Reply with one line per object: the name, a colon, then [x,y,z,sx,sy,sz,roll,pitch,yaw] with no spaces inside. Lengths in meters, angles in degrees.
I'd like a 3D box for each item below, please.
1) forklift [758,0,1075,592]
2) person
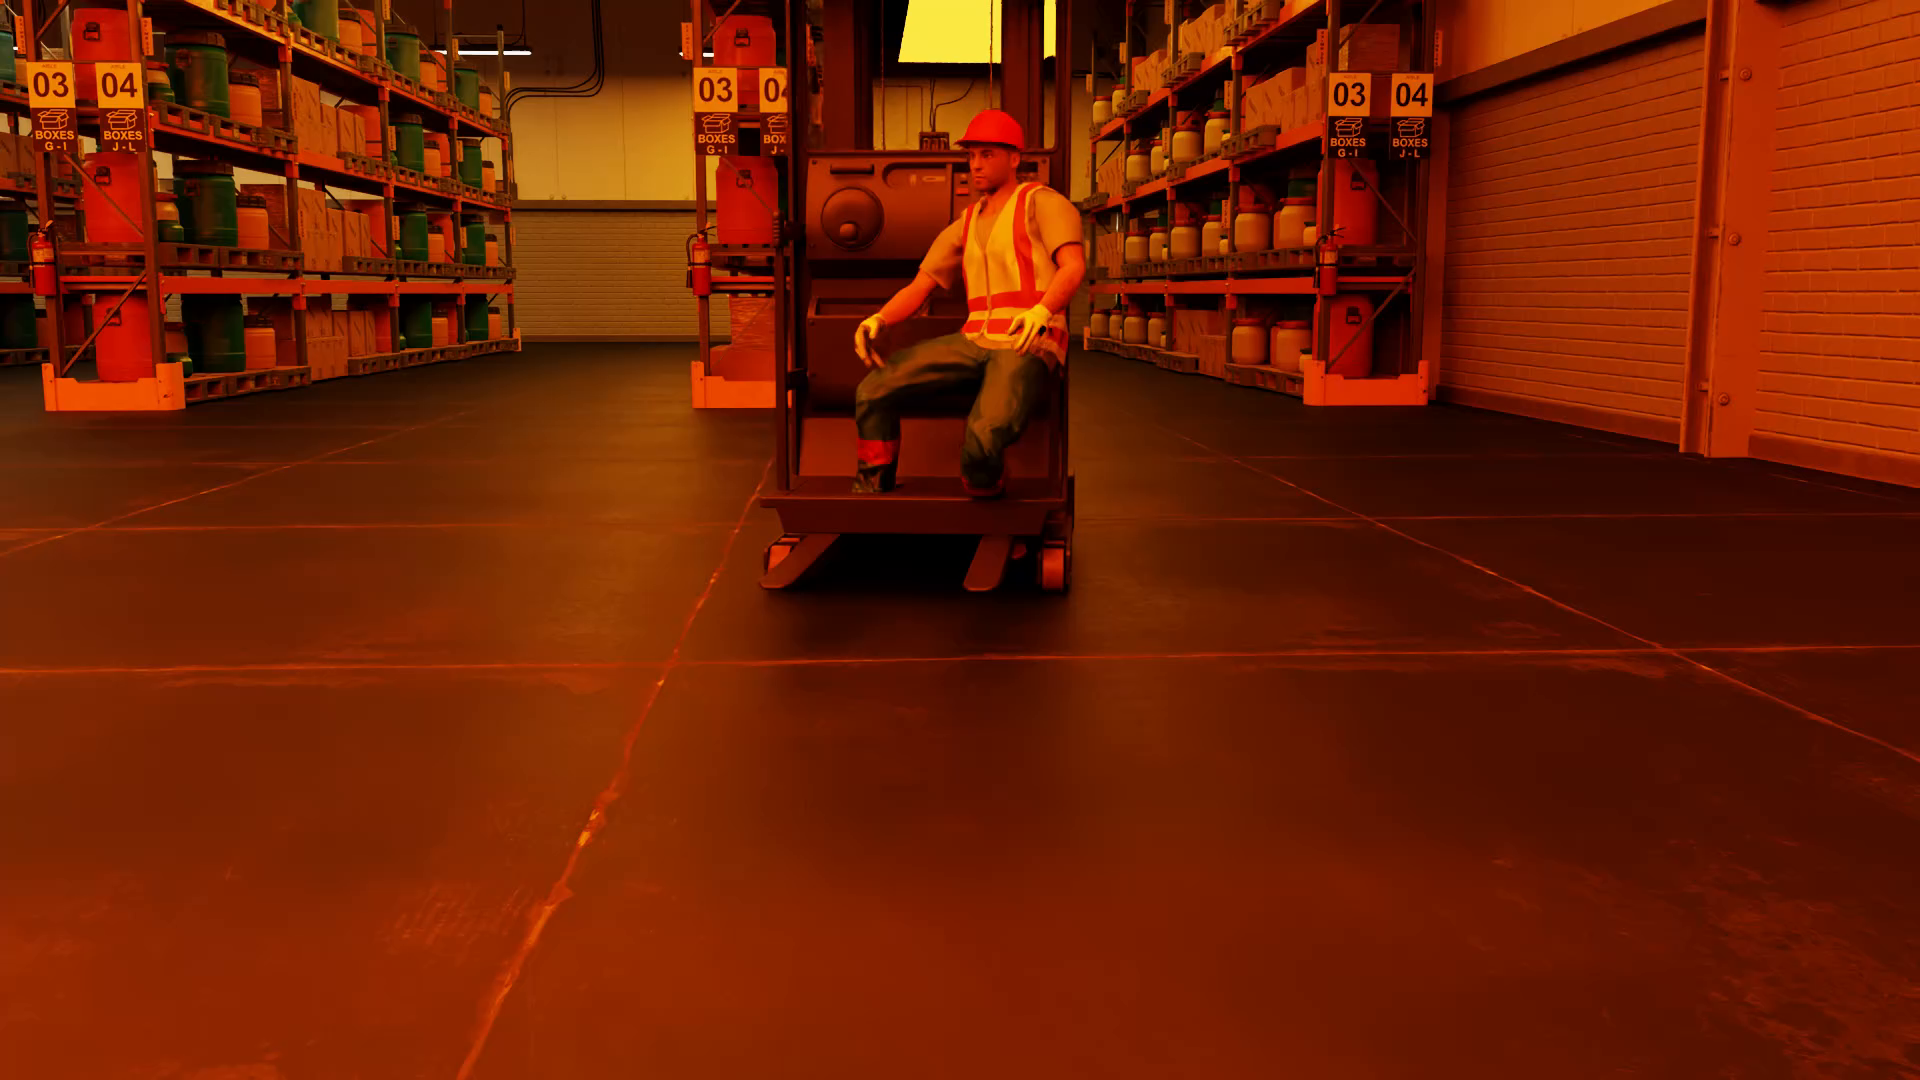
forklift: [-0.135,-1.310,6.151,1.130,2.935,3.031,1,8,4]
person: [0.010,-0.711,5.803,0.719,1.567,0.836,-8,12,-44]
